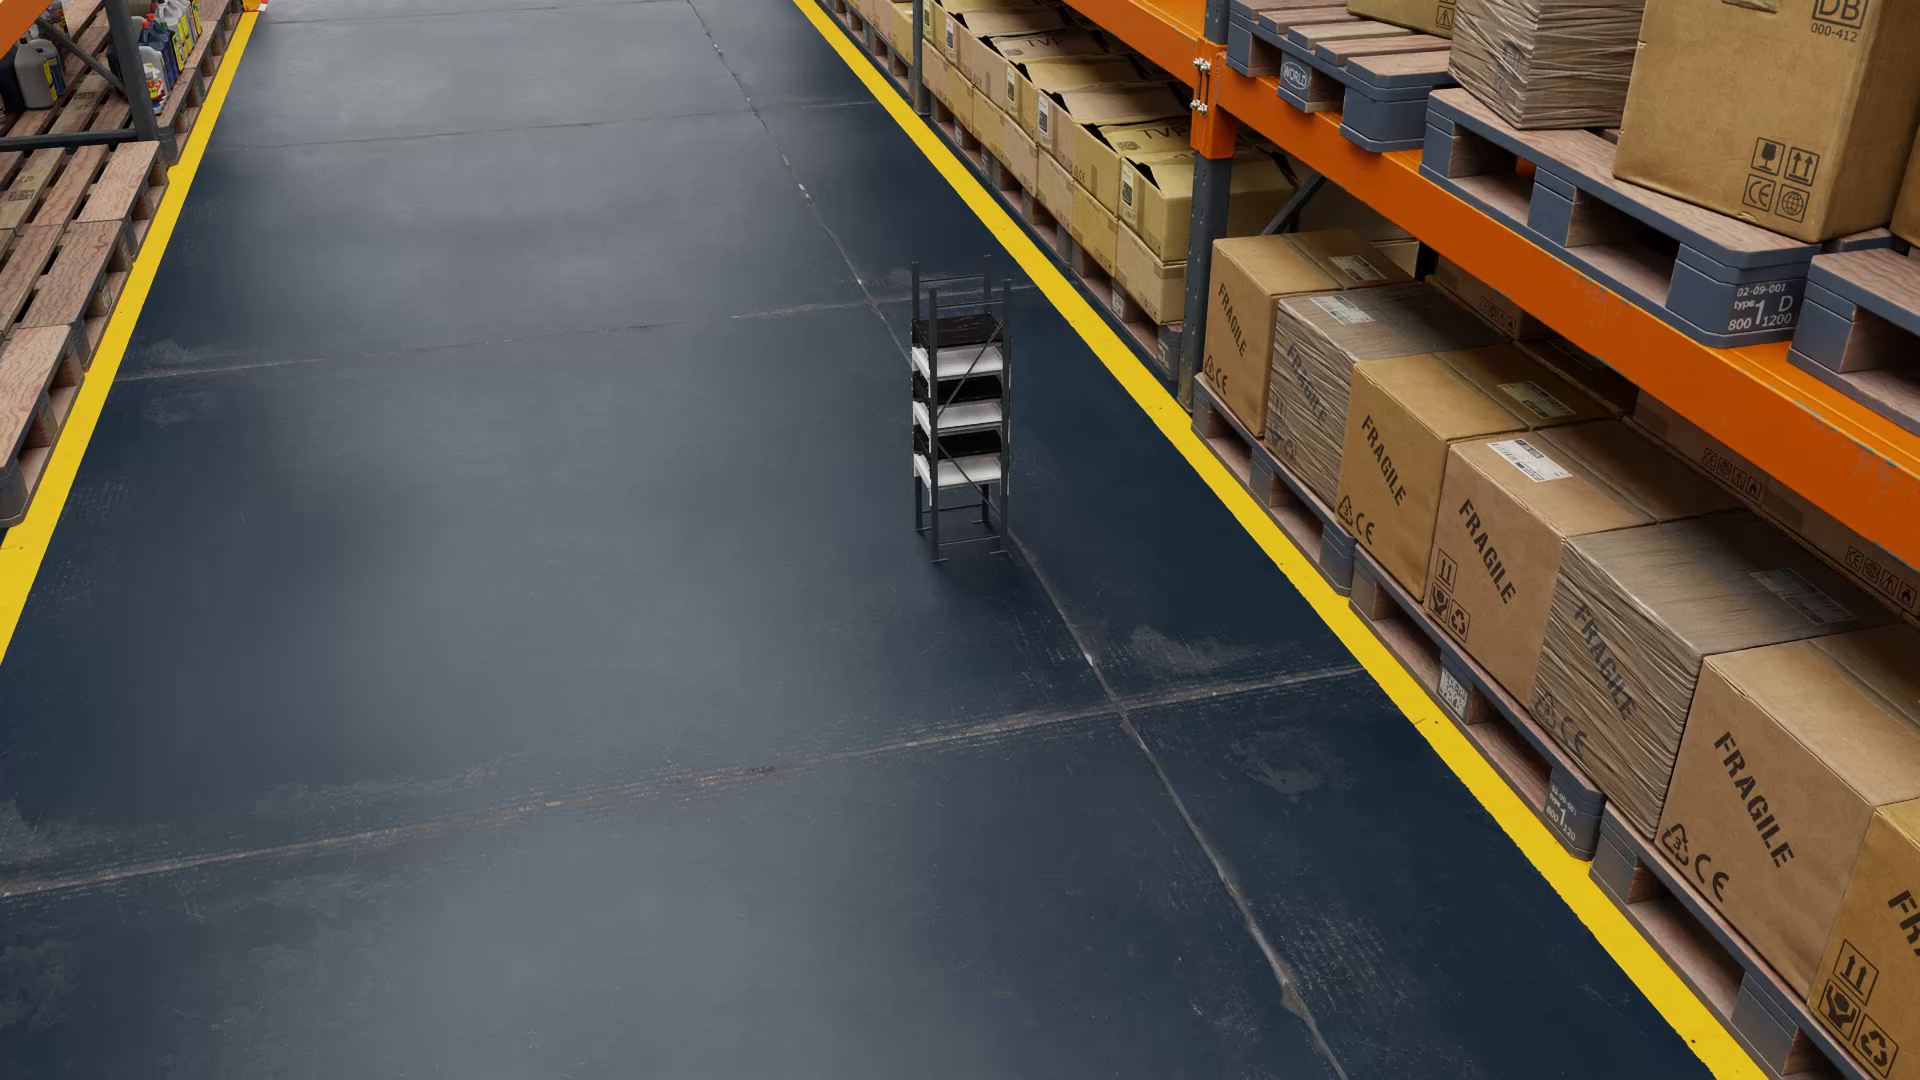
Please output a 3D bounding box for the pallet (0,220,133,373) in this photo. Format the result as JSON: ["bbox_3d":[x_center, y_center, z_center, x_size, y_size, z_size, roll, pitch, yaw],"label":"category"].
[{"bbox_3d":[-3.968,-0.948,6.677,1.003,0.211,1.213,-8,31,-13],"label":"pallet"}]

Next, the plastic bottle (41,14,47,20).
[{"bbox_3d":[-5.305,-2.930,9.601,0.097,0.271,0.097,0,30,0],"label":"plastic bottle"}]

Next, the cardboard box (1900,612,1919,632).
[{"bbox_3d":[2.313,0.457,3.522,0.500,0.500,0.500,-7,31,-13],"label":"cardboard box"}]

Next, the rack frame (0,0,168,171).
[{"bbox_3d":[-4.542,-3.119,7.644,1.000,3.000,0.127,-8,31,-13],"label":"rack frame"}]

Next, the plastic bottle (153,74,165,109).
[{"bbox_3d":[-4.231,-2.360,8.686,0.097,0.201,0.097,0,30,0],"label":"plastic bottle"}]

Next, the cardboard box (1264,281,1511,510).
[{"bbox_3d":[1.286,-0.442,5.076,0.500,0.500,0.500,-9,31,-15],"label":"cardboard box"}]

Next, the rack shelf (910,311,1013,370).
[{"bbox_3d":[0.002,-0.590,4.899,0.258,0.077,0.200,-8,31,-13],"label":"rack shelf"}]

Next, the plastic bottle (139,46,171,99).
[{"bbox_3d":[-4.316,-2.495,8.846,0.152,0.276,0.135,-7,31,-11],"label":"plastic bottle"}]

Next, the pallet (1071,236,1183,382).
[{"bbox_3d":[1.116,-1.040,6.836,1.003,0.211,1.213,-8,31,-13],"label":"pallet"}]

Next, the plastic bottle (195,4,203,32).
[{"bbox_3d":[-4.693,-3.201,10.141,0.097,0.201,0.097,0,30,0],"label":"plastic bottle"}]

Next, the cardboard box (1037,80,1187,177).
[{"bbox_3d":[0.645,-1.793,7.119,0.500,0.311,0.500,-8,31,-14],"label":"cardboard box"}]

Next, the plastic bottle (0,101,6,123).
[{"bbox_3d":[-4.938,-2.232,8.466,0.097,0.201,0.097,0,30,0],"label":"plastic bottle"}]

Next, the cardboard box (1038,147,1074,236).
[{"bbox_3d":[0.651,-1.549,7.258,0.500,0.250,0.500,-7,31,-12],"label":"cardboard box"}]

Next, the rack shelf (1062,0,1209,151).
[{"bbox_3d":[0.766,-2.498,7.290,1.077,0.370,4.000,-8,31,-13],"label":"rack shelf"}]

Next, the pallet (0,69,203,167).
[{"bbox_3d":[-4.680,-2.242,8.913,1.003,0.211,1.213,-8,31,-13],"label":"pallet"}]

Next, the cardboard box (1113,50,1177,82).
[{"bbox_3d":[1.023,-2.118,7.680,0.500,0.311,0.500,-8,31,-14],"label":"cardboard box"}]

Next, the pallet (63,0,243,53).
[{"bbox_3d":[-5.327,-3.421,10.949,1.003,0.211,1.213,-8,31,-13],"label":"pallet"}]

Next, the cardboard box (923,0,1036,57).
[{"bbox_3d":[0.104,-2.777,8.820,0.500,0.311,0.500,-8,31,-13],"label":"cardboard box"}]

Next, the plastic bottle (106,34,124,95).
[{"bbox_3d":[-4.495,-2.589,8.933,0.144,0.351,0.185,-8,31,-13],"label":"plastic bottle"}]

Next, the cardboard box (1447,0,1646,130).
[{"bbox_3d":[1.631,-1.313,4.004,0.700,0.500,0.500,-2,30,-4],"label":"cardboard box"}]

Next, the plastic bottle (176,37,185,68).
[{"bbox_3d":[-4.459,-2.774,9.403,0.097,0.201,0.097,0,30,0],"label":"plastic bottle"}]

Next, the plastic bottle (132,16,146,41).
[{"bbox_3d":[-4.655,-2.840,9.442,0.152,0.276,0.135,-8,31,-13],"label":"plastic bottle"}]

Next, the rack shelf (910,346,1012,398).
[{"bbox_3d":[0.002,-0.512,4.944,0.258,0.077,0.200,-8,31,-13],"label":"rack shelf"}]

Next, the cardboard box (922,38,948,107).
[{"bbox_3d":[0.103,-2.540,8.969,0.500,0.250,0.500,-9,31,-14],"label":"cardboard box"}]

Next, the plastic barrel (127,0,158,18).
[{"bbox_3d":[-5.222,-3.606,10.550,0.421,0.512,0.421,0,30,0],"label":"plastic barrel"}]

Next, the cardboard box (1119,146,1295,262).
[{"bbox_3d":[0.920,-1.299,6.265,0.500,0.311,0.500,-7,31,-12],"label":"cardboard box"}]

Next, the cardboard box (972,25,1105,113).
[{"bbox_3d":[0.371,-2.285,7.970,0.500,0.311,0.500,-9,31,-15],"label":"cardboard box"}]

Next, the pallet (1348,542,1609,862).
[{"bbox_3d":[1.779,0.317,4.492,1.003,0.211,1.213,-8,31,-13],"label":"pallet"}]

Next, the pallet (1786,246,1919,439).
[{"bbox_3d":[2.251,-0.229,2.844,1.003,0.211,1.213,-8,31,-13],"label":"pallet"}]

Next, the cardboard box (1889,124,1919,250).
[{"bbox_3d":[2.205,-0.719,2.979,0.700,0.500,0.500,-3,30,-5],"label":"cardboard box"}]

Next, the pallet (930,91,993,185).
[{"bbox_3d":[0.468,-2.218,8.872,1.003,0.211,1.213,-8,31,-13],"label":"pallet"}]

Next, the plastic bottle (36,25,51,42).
[{"bbox_3d":[-5.035,-2.681,9.160,0.061,0.283,0.133,-8,31,-13],"label":"plastic bottle"}]

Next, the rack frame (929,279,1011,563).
[{"bbox_3d":[0.029,-0.336,4.933,0.240,0.900,0.006,-8,31,-13],"label":"rack frame"}]

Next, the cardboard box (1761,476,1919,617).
[{"bbox_3d":[2.199,-0.094,3.726,0.500,0.250,0.500,-8,31,-13],"label":"cardboard box"}]

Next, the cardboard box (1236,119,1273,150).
[{"bbox_3d":[1.293,-1.623,6.825,0.500,0.311,0.500,-9,31,-15],"label":"cardboard box"}]

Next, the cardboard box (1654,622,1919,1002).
[{"bbox_3d":[1.828,0.539,3.380,0.500,0.500,0.500,-8,31,-13],"label":"cardboard box"}]

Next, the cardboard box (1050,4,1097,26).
[{"bbox_3d":[0.763,-2.602,8.517,0.500,0.311,0.500,-7,31,-12],"label":"cardboard box"}]

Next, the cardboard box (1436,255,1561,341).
[{"bbox_3d":[1.790,-0.830,4.997,0.500,0.250,0.500,-7,31,-11],"label":"cardboard box"}]

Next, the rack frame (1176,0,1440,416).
[{"bbox_3d":[1.297,-1.844,5.441,1.000,3.000,0.127,-8,31,-13],"label":"rack frame"}]

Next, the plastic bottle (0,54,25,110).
[{"bbox_3d":[-4.991,-2.436,8.669,0.144,0.351,0.185,-9,31,-15],"label":"plastic bottle"}]

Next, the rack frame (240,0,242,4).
[{"bbox_3d":[-5.603,-5.051,10.982,1.000,3.000,0.127,-8,31,-13],"label":"rack frame"}]

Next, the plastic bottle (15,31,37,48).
[{"bbox_3d":[-5.127,-2.684,9.098,0.144,0.351,0.185,-8,31,-14],"label":"plastic bottle"}]

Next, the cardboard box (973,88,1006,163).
[{"bbox_3d":[0.378,-2.043,8.111,0.500,0.250,0.500,-9,31,-15],"label":"cardboard box"}]

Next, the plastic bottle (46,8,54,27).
[{"bbox_3d":[-5.380,-3.037,9.775,0.061,0.283,0.133,-7,31,-12],"label":"plastic bottle"}]

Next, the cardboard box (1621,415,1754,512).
[{"bbox_3d":[2.054,-0.029,4.362,0.500,0.500,0.500,-9,31,-15],"label":"cardboard box"}]

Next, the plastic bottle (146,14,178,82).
[{"bbox_3d":[-4.406,-2.699,9.124,0.144,0.351,0.185,-9,31,-15],"label":"plastic bottle"}]

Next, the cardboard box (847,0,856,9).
[{"bbox_3d":[-0.502,-3.686,10.950,0.500,0.250,0.500,-8,31,-13],"label":"cardboard box"}]

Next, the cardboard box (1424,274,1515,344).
[{"bbox_3d":[1.771,-0.532,5.231,0.500,0.500,0.500,-7,31,-11],"label":"cardboard box"}]

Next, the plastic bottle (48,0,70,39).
[{"bbox_3d":[-5.423,-3.143,9.971,0.097,0.271,0.097,0,30,0],"label":"plastic bottle"}]

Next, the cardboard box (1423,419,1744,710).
[{"bbox_3d":[1.558,0.052,4.222,0.500,0.500,0.500,-9,31,-15],"label":"cardboard box"}]

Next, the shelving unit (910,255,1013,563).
[{"bbox_3d":[0.002,-0.386,5.018,0.258,0.900,0.210,-8,31,-13],"label":"shelving unit"}]

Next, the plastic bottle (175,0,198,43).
[{"bbox_3d":[-4.653,-3.108,9.906,0.152,0.276,0.135,-8,31,-13],"label":"plastic bottle"}]

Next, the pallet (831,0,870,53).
[{"bbox_3d":[-0.263,-3.549,11.171,1.003,0.211,1.213,-8,31,-13],"label":"pallet"}]

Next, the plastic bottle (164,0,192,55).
[{"bbox_3d":[-4.568,-2.994,9.634,0.144,0.351,0.185,-7,31,-11],"label":"plastic bottle"}]

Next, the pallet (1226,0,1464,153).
[{"bbox_3d":[1.544,-1.443,4.940,1.213,0.211,1.003,-8,31,-13],"label":"pallet"}]

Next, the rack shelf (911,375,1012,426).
[{"bbox_3d":[0.002,-0.435,4.989,0.258,0.077,0.200,-8,31,-13],"label":"rack shelf"}]

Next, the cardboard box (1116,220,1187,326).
[{"bbox_3d":[0.922,-1.057,6.408,0.500,0.250,0.500,-7,31,-12],"label":"cardboard box"}]

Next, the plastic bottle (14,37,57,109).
[{"bbox_3d":[-4.852,-2.455,8.702,0.144,0.351,0.185,-8,31,-13],"label":"plastic bottle"}]

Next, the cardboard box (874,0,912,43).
[{"bbox_3d":[-0.222,-3.205,10.119,0.500,0.250,0.500,-8,31,-13],"label":"cardboard box"}]
